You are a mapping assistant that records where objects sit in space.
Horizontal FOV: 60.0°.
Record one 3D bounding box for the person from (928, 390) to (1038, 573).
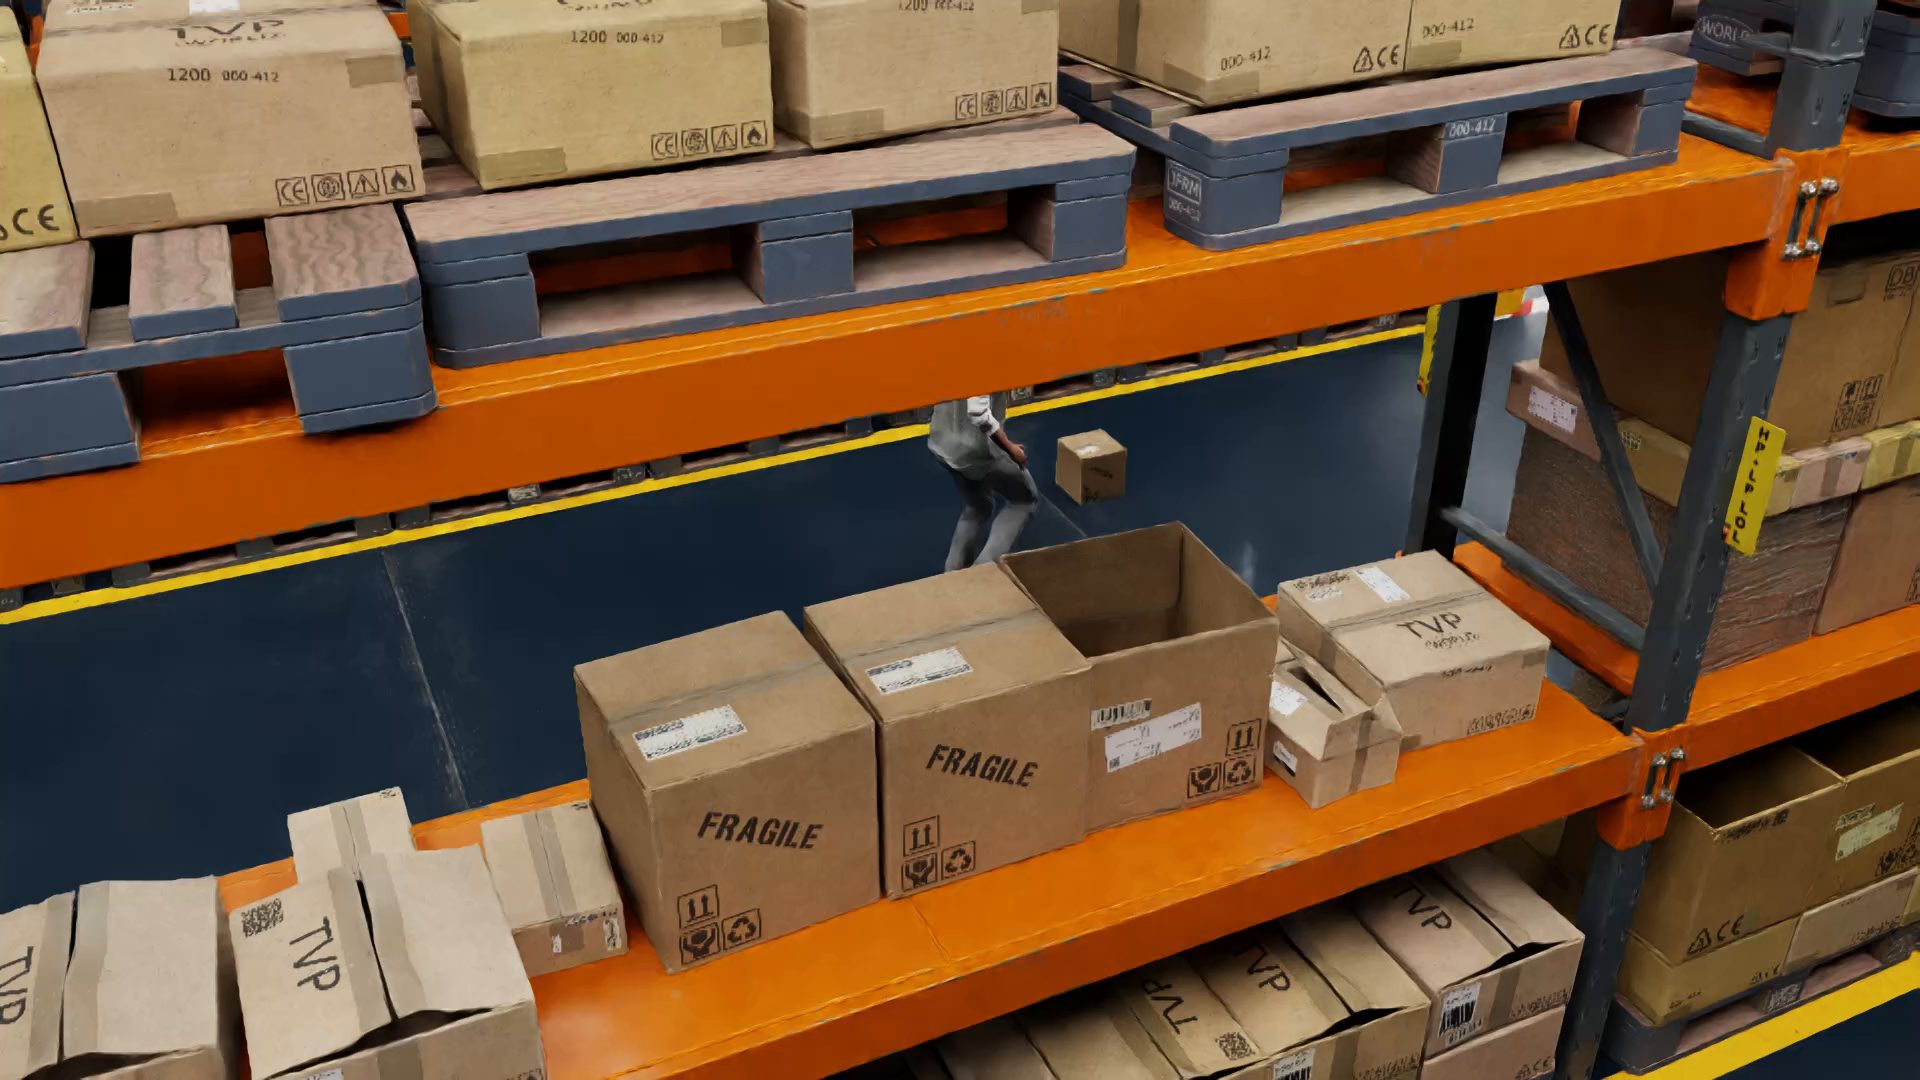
[{"bbox_3d":[0.074,-0.404,6.874,0.450,1.566,0.569,-22,36,-33],"label":"person"}]
